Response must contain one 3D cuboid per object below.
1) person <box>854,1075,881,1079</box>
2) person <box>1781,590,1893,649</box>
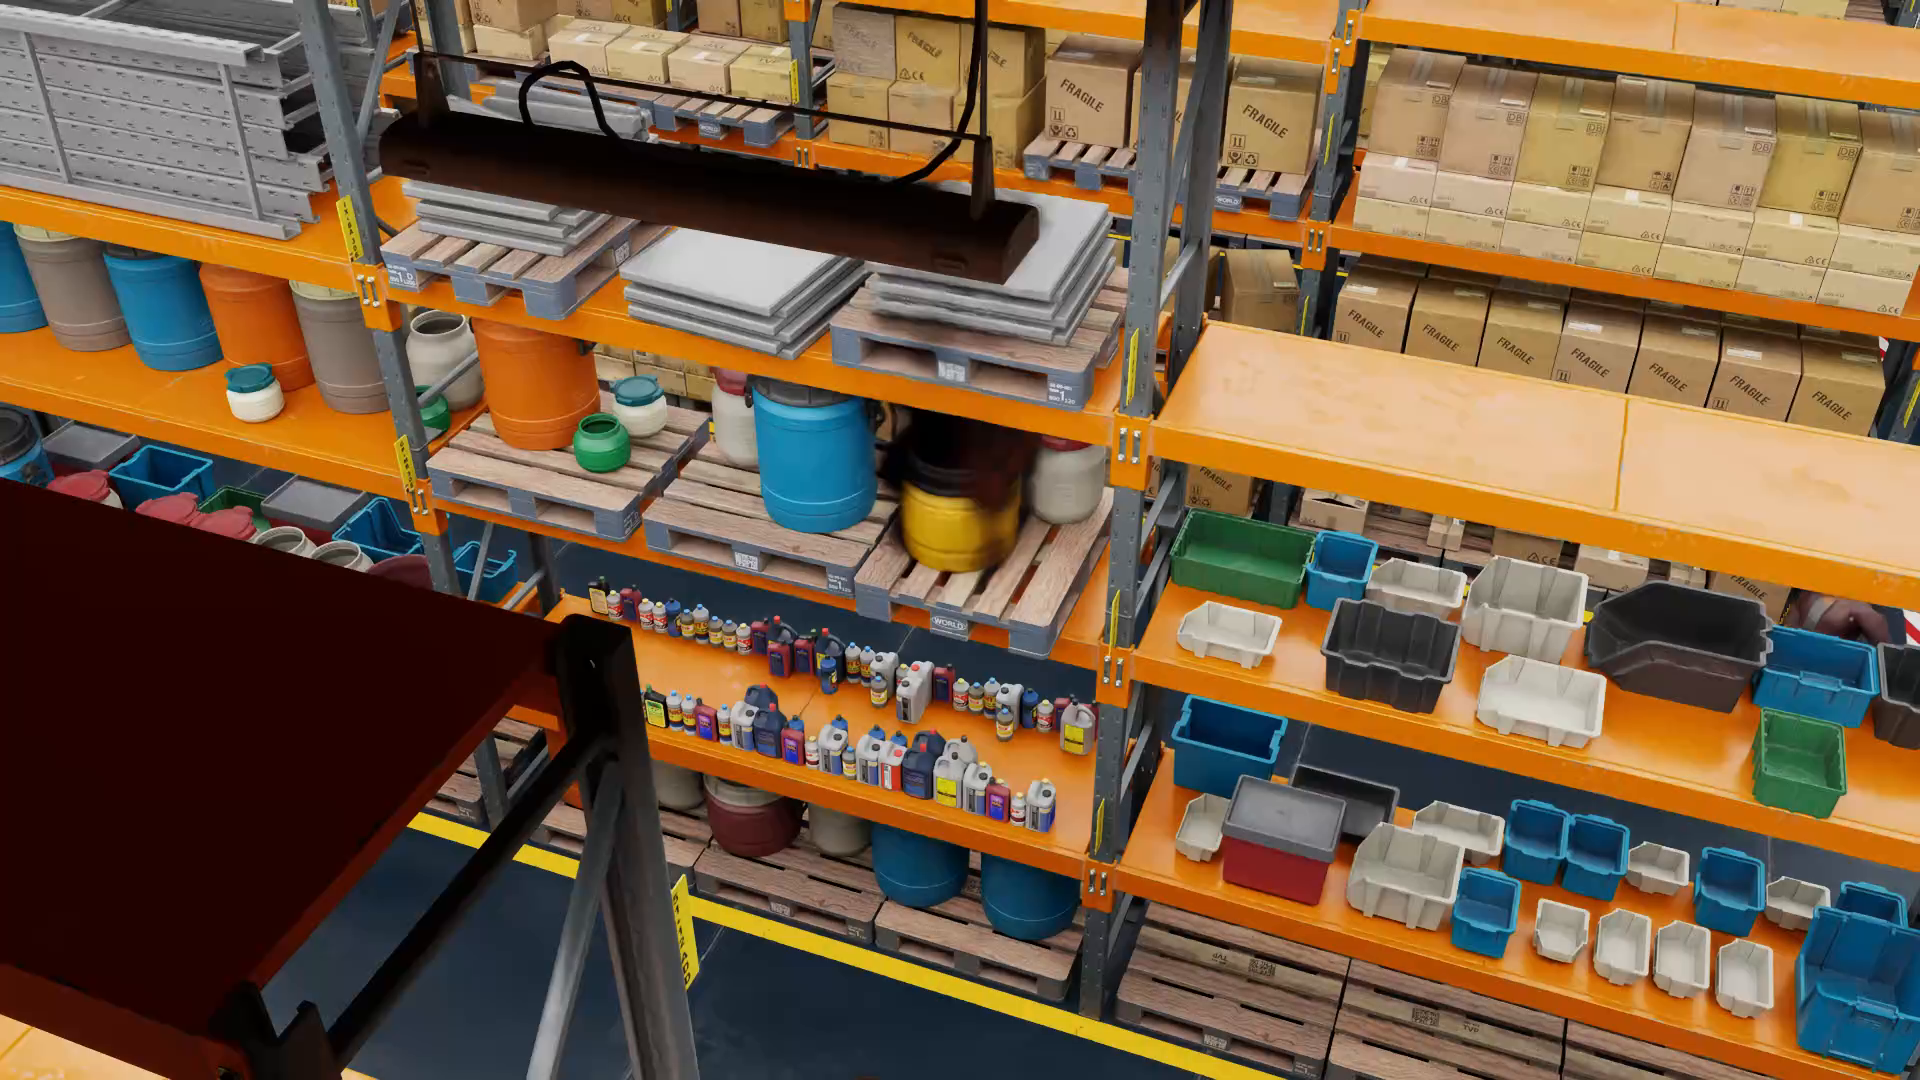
[{"bbox_3d":[-0.400,2.981,7.499,0.702,1.770,0.547,7,37,9],"label":"person"},{"bbox_3d":[5.506,0.838,10.791,0.636,1.703,0.706,-2,37,-3],"label":"person"}]
